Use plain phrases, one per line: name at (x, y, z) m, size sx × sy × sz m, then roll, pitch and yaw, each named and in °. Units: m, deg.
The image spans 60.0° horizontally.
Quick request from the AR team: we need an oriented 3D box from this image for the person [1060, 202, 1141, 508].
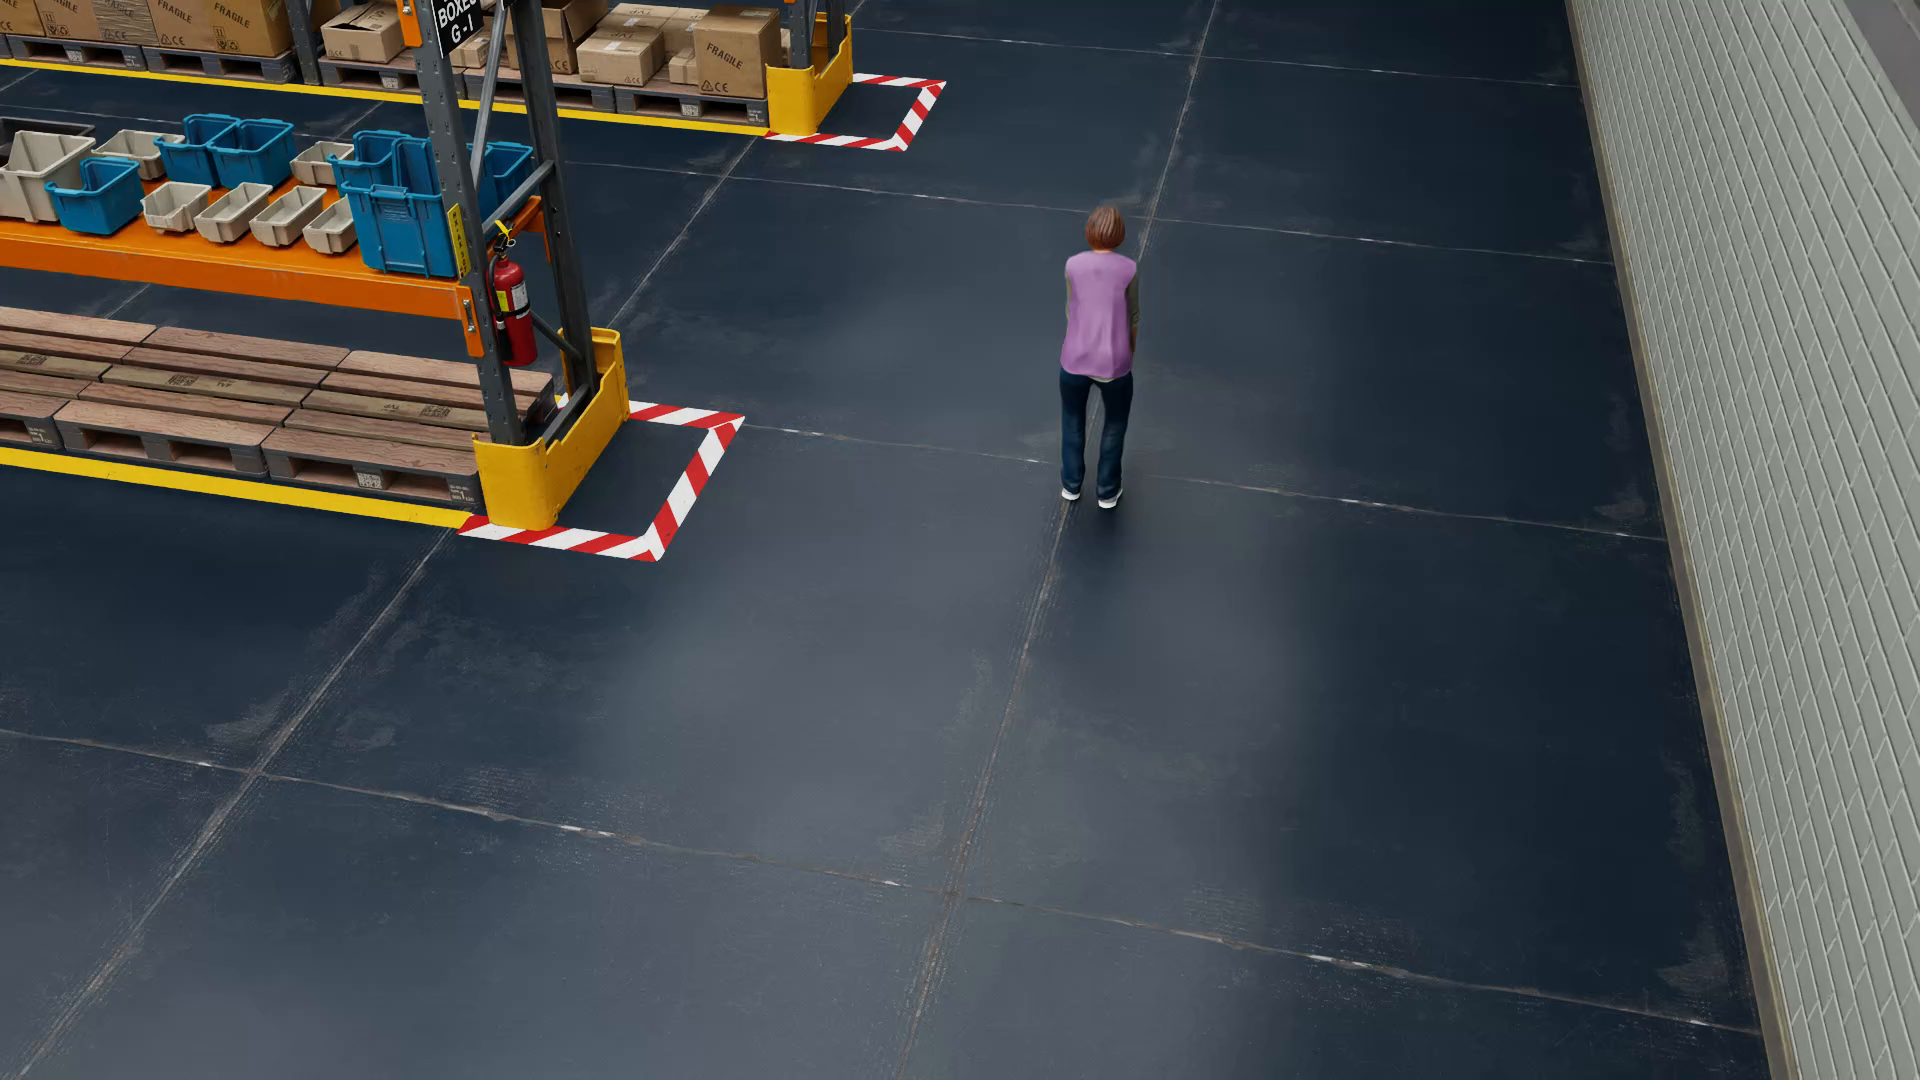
person at (0.681, -0.894, 8.188) m, size 0.374 × 1.561 × 0.536 m, roll 7°, pitch 38°, yaw 9°
